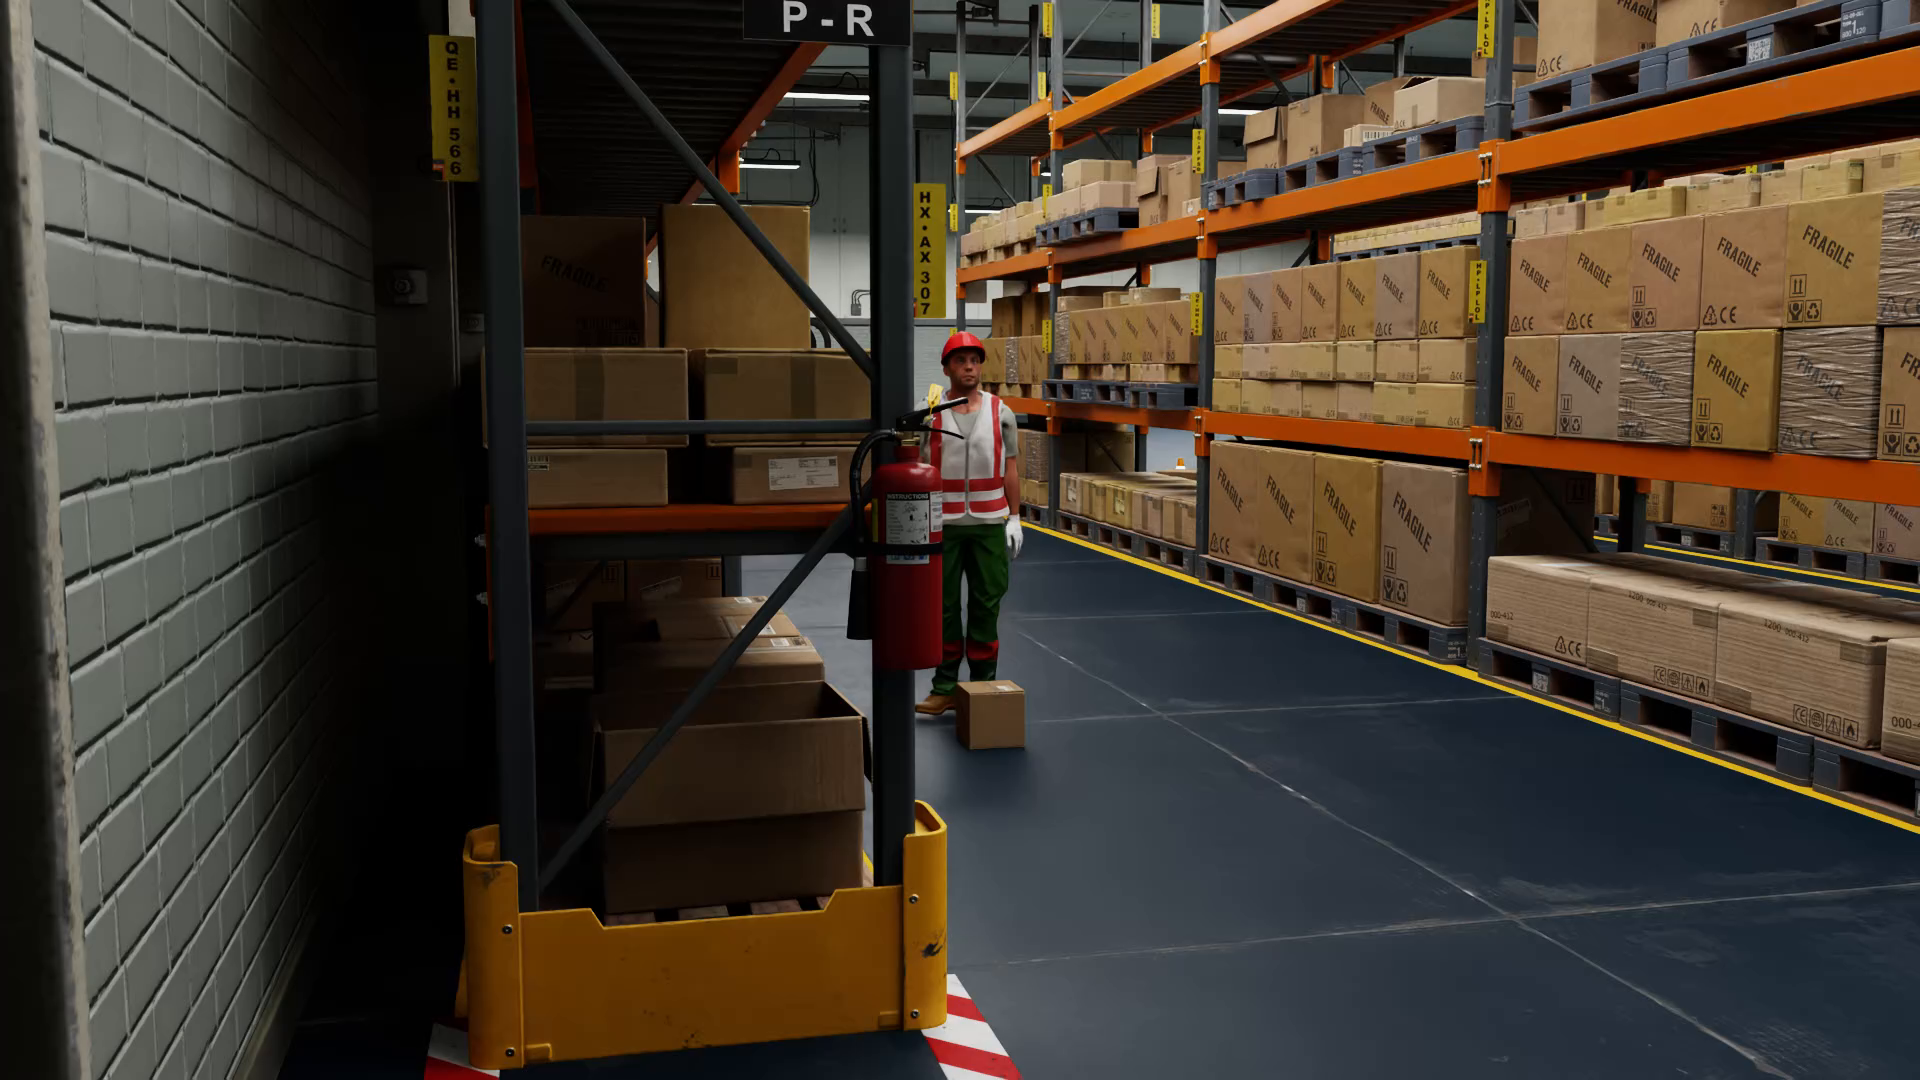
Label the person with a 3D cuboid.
[{"bbox_3d":[0.028,-0.068,7.713,0.563,1.790,0.392,-1,6,-7],"label":"person"}]
